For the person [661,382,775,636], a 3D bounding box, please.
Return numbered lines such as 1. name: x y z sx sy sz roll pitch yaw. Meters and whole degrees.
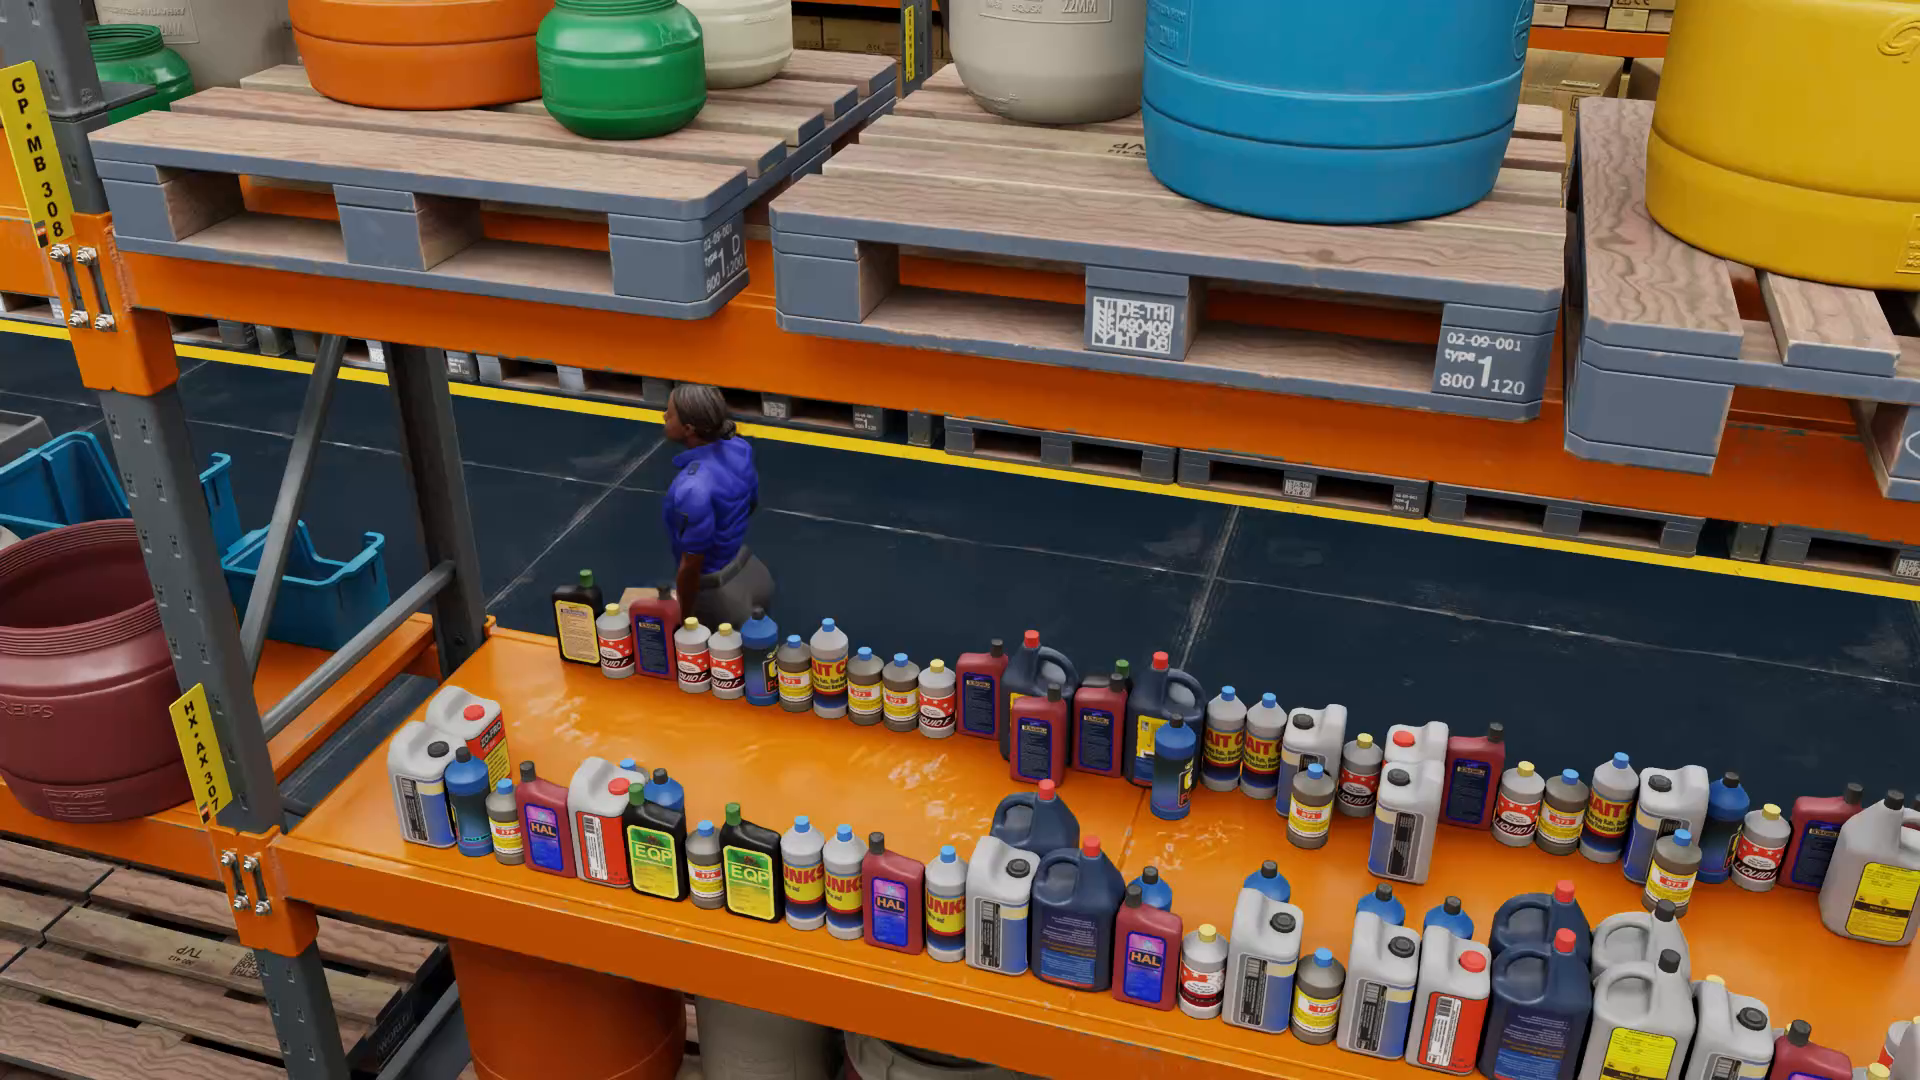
1. person: -0.877 0.205 5.778 0.446 1.646 0.549 10 31 16
